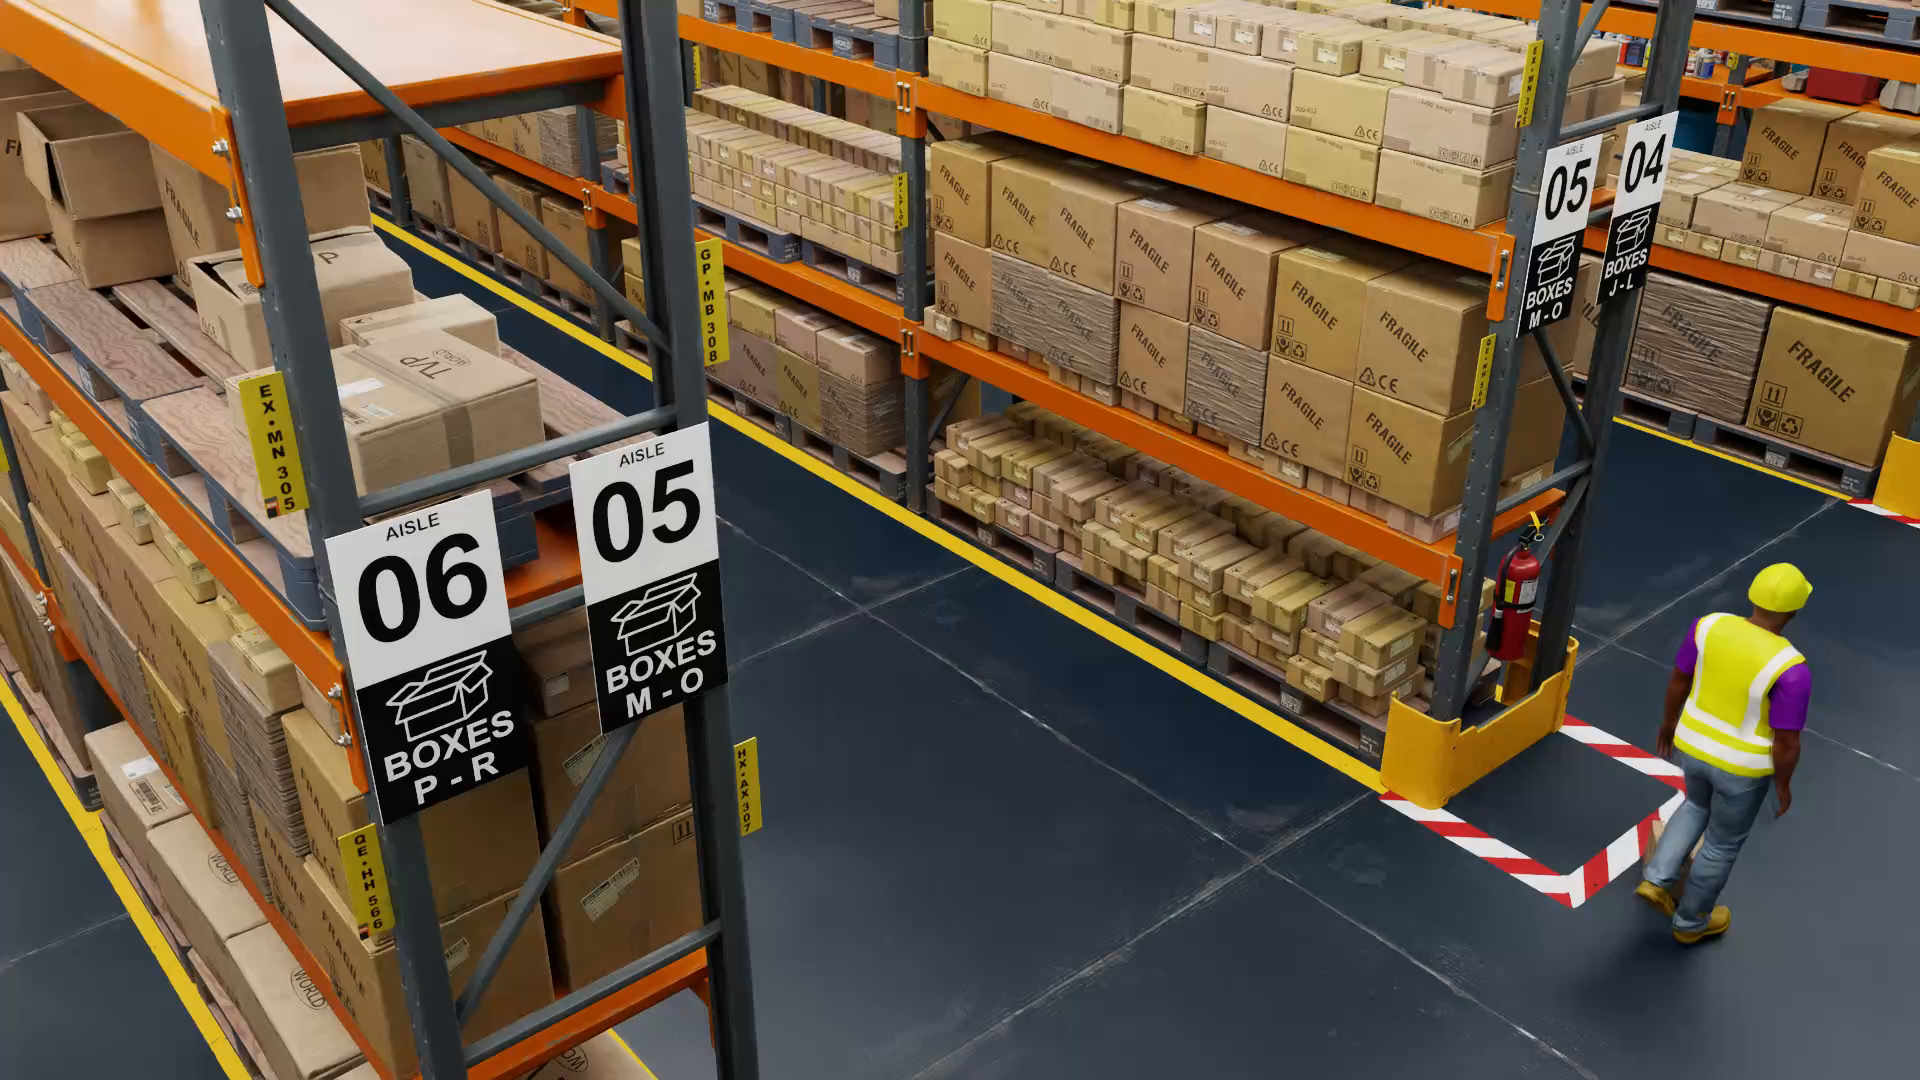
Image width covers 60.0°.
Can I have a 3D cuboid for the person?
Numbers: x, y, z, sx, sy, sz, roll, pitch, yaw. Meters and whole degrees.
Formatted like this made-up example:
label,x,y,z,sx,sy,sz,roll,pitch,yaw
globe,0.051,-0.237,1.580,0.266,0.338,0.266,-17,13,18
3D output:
label,x,y,z,sx,sy,sz,roll,pitch,yaw
person,3.153,0.888,6.908,0.508,1.747,0.608,-15,32,-26
